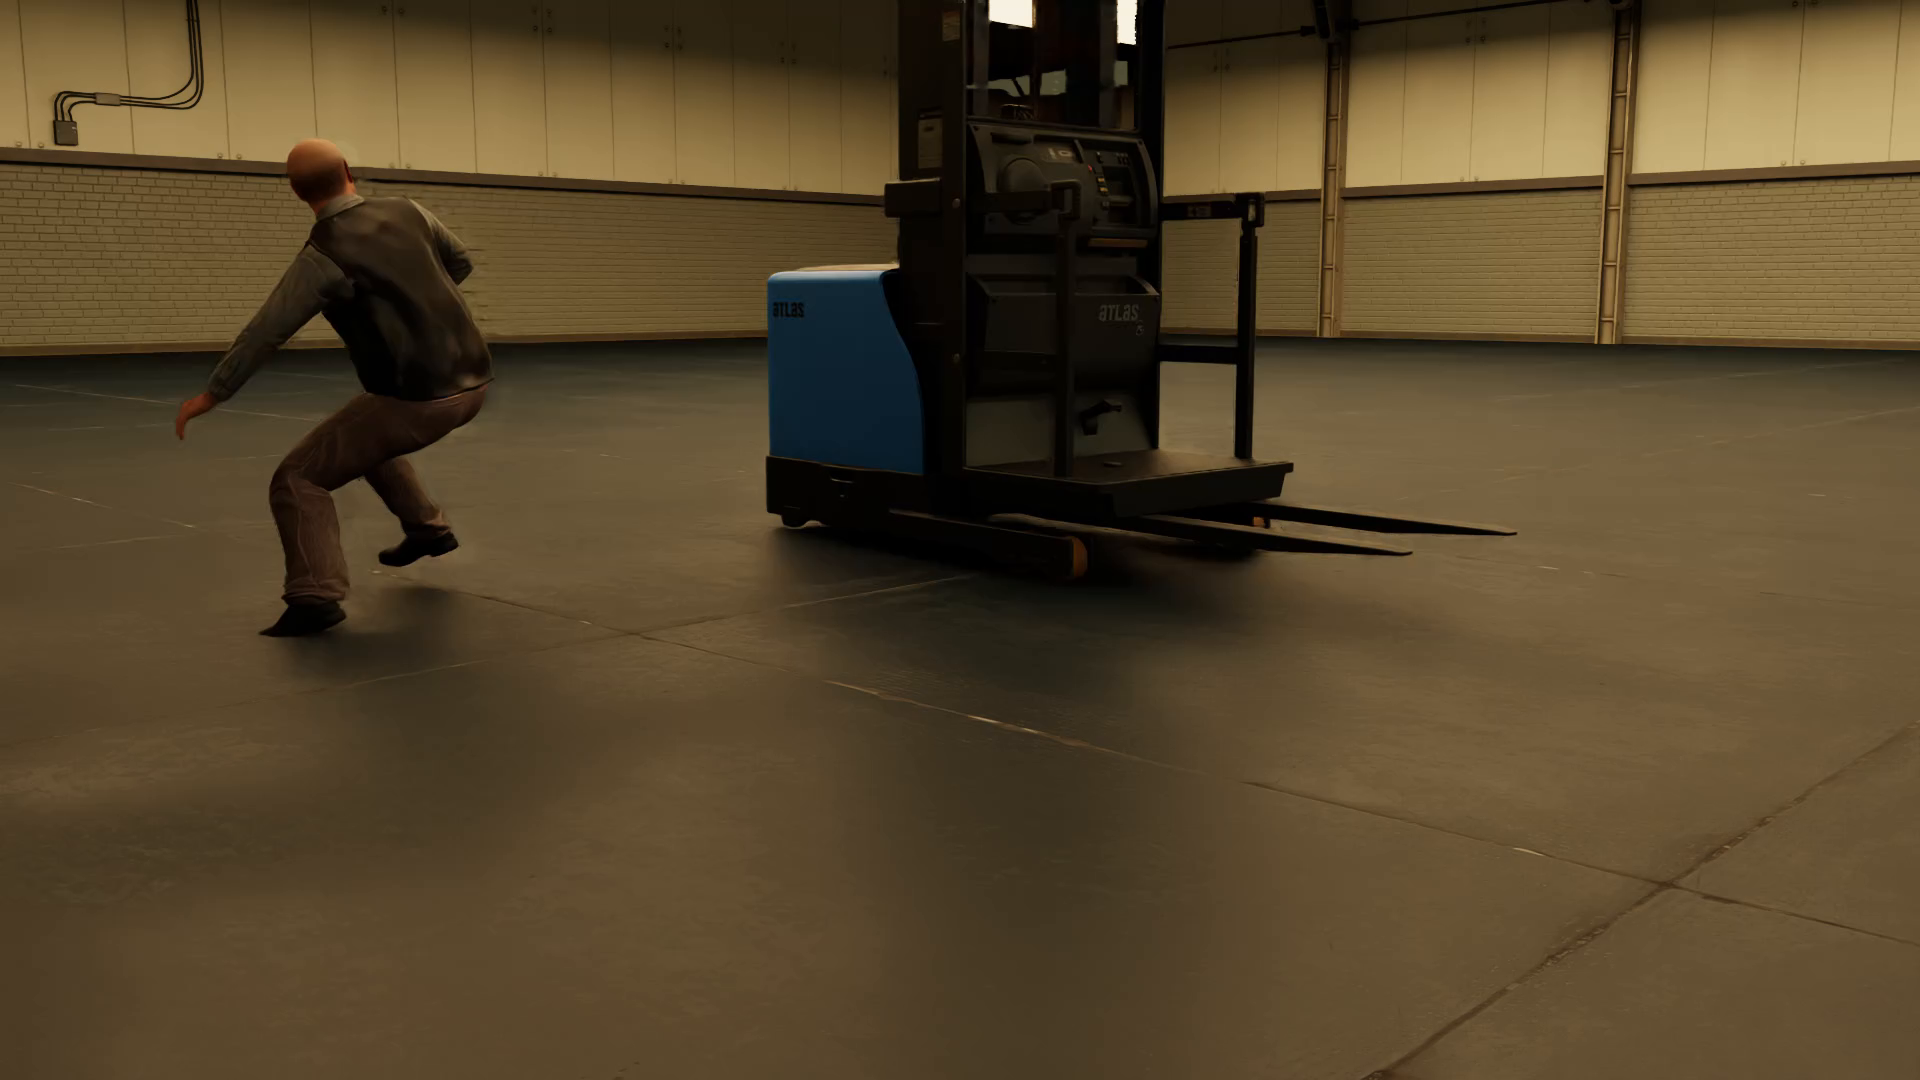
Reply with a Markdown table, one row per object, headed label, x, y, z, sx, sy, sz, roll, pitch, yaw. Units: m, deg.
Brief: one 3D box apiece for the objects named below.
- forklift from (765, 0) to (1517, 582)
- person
| label | x | y | z | sx | sy | sz | roll | pitch | yaw |
| --- | --- | --- | --- | --- | --- | --- | --- | --- | --- |
| forklift | 0.543 | -1.388 | 6.090 | 1.130 | 2.935 | 3.031 | -8 | 12 | -42 |
| person | -1.903 | -0.477 | 5.169 | 0.764 | 1.505 | 0.891 | 2 | 9 | 15 |
